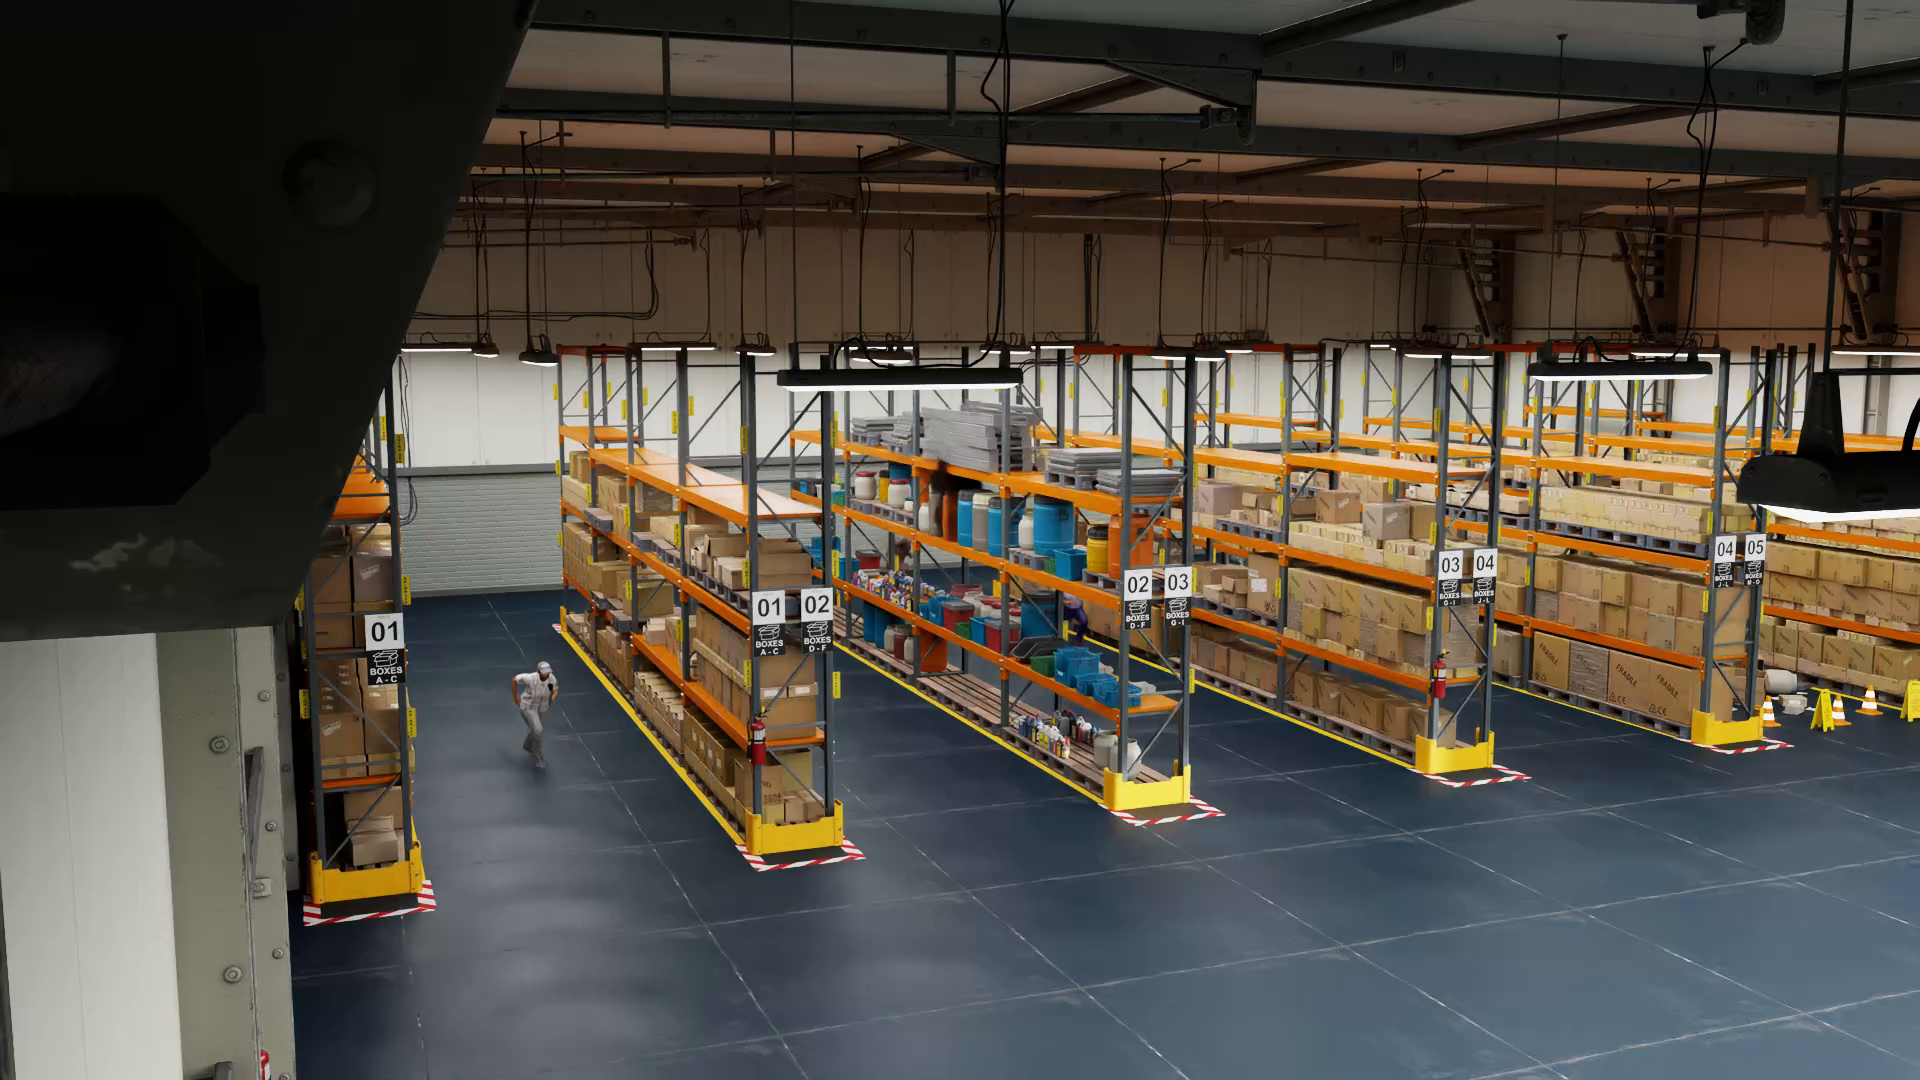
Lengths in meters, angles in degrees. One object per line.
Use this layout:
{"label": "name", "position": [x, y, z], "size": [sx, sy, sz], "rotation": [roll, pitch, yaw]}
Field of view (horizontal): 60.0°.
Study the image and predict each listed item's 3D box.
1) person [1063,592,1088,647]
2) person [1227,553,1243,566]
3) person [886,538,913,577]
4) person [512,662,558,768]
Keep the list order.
{"label": "person", "position": [2.158, 1.412, 32.153], "size": [0.616, 1.590, 0.948], "rotation": [-2, 7, -13]}
{"label": "person", "position": [7.007, 0.101, 42.902], "size": [0.725, 1.568, 0.540], "rotation": [-6, 9, -38]}
{"label": "person", "position": [-1.501, 0.573, 38.913], "size": [1.155, 1.619, 0.715], "rotation": [0, 7, -2]}
{"label": "person", "position": [-6.206, 2.520, 24.225], "size": [0.656, 1.620, 0.991], "rotation": [-6, 9, -37]}
